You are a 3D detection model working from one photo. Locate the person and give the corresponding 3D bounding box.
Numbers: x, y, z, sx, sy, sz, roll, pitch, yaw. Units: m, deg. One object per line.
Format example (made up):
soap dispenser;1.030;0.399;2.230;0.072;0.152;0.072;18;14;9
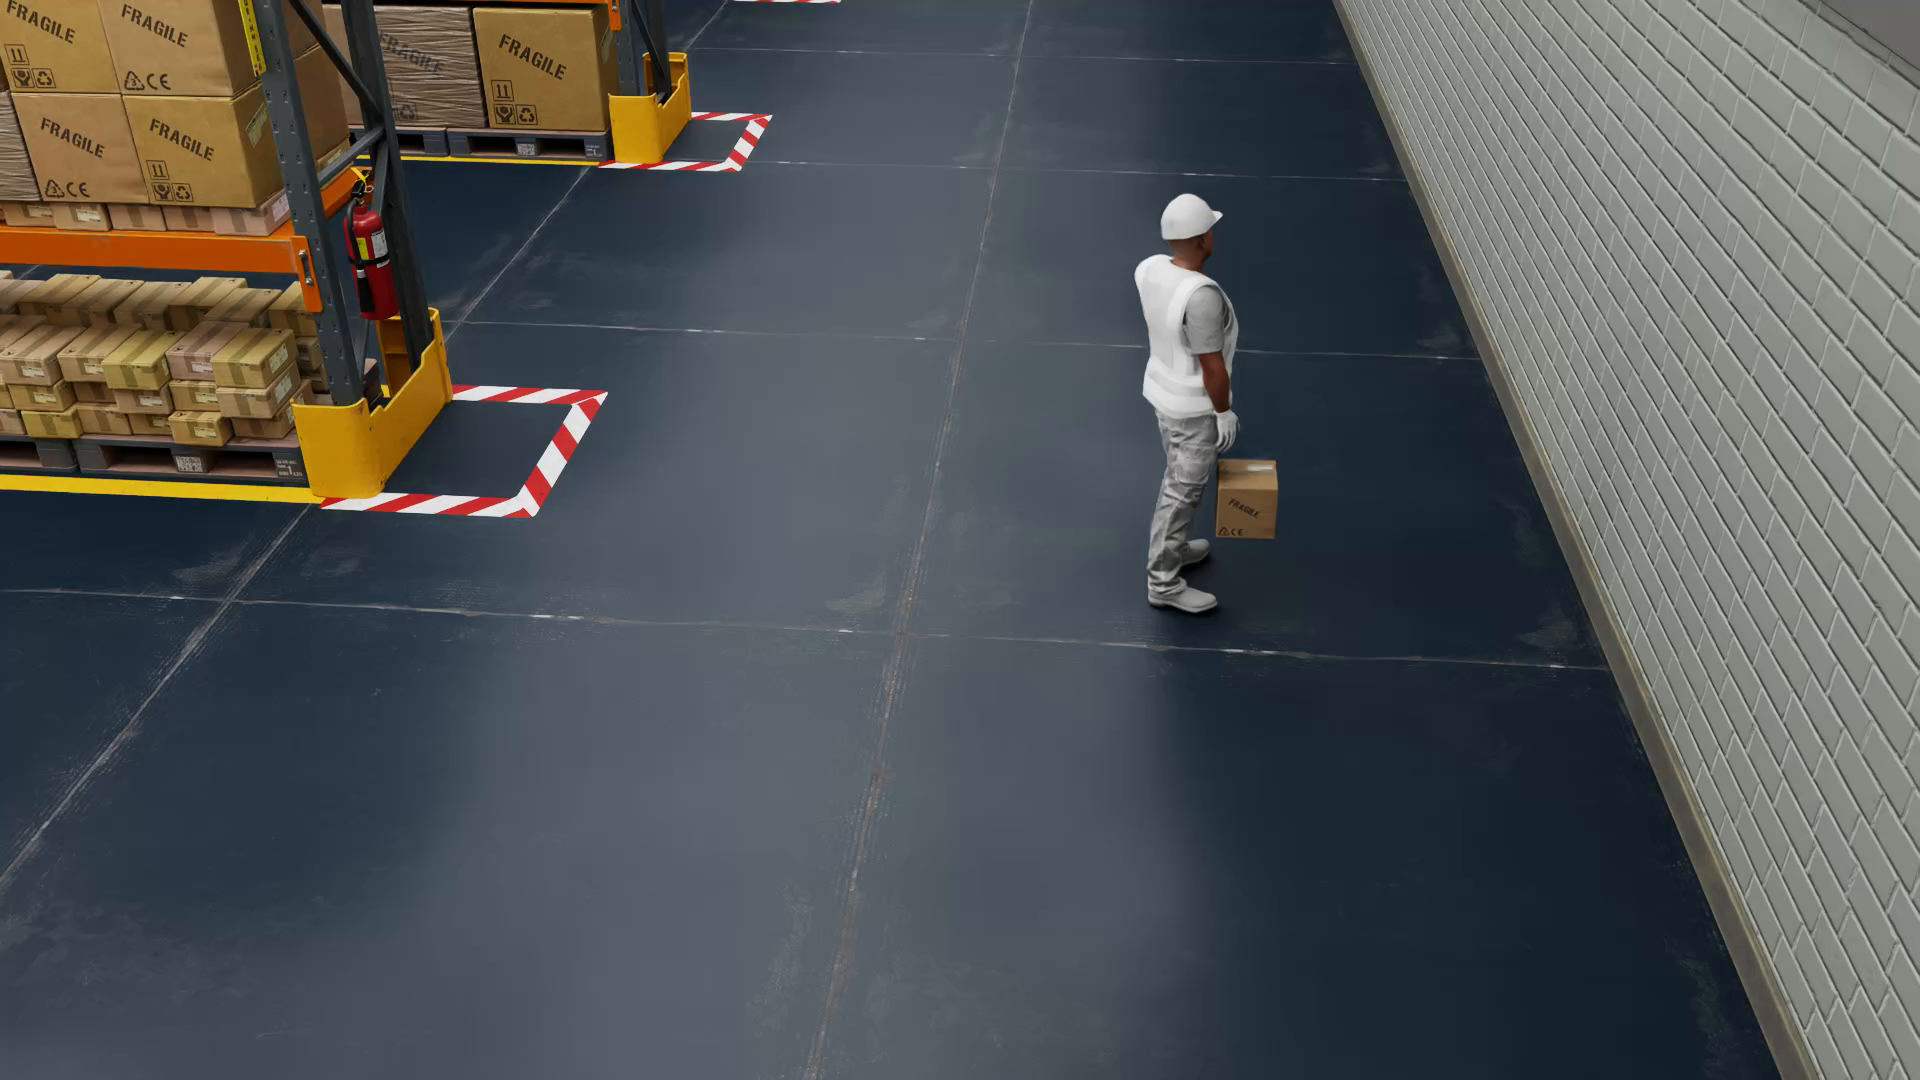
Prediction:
person;0.991;-0.574;7.058;0.464;1.773;0.623;-10;33;-15
